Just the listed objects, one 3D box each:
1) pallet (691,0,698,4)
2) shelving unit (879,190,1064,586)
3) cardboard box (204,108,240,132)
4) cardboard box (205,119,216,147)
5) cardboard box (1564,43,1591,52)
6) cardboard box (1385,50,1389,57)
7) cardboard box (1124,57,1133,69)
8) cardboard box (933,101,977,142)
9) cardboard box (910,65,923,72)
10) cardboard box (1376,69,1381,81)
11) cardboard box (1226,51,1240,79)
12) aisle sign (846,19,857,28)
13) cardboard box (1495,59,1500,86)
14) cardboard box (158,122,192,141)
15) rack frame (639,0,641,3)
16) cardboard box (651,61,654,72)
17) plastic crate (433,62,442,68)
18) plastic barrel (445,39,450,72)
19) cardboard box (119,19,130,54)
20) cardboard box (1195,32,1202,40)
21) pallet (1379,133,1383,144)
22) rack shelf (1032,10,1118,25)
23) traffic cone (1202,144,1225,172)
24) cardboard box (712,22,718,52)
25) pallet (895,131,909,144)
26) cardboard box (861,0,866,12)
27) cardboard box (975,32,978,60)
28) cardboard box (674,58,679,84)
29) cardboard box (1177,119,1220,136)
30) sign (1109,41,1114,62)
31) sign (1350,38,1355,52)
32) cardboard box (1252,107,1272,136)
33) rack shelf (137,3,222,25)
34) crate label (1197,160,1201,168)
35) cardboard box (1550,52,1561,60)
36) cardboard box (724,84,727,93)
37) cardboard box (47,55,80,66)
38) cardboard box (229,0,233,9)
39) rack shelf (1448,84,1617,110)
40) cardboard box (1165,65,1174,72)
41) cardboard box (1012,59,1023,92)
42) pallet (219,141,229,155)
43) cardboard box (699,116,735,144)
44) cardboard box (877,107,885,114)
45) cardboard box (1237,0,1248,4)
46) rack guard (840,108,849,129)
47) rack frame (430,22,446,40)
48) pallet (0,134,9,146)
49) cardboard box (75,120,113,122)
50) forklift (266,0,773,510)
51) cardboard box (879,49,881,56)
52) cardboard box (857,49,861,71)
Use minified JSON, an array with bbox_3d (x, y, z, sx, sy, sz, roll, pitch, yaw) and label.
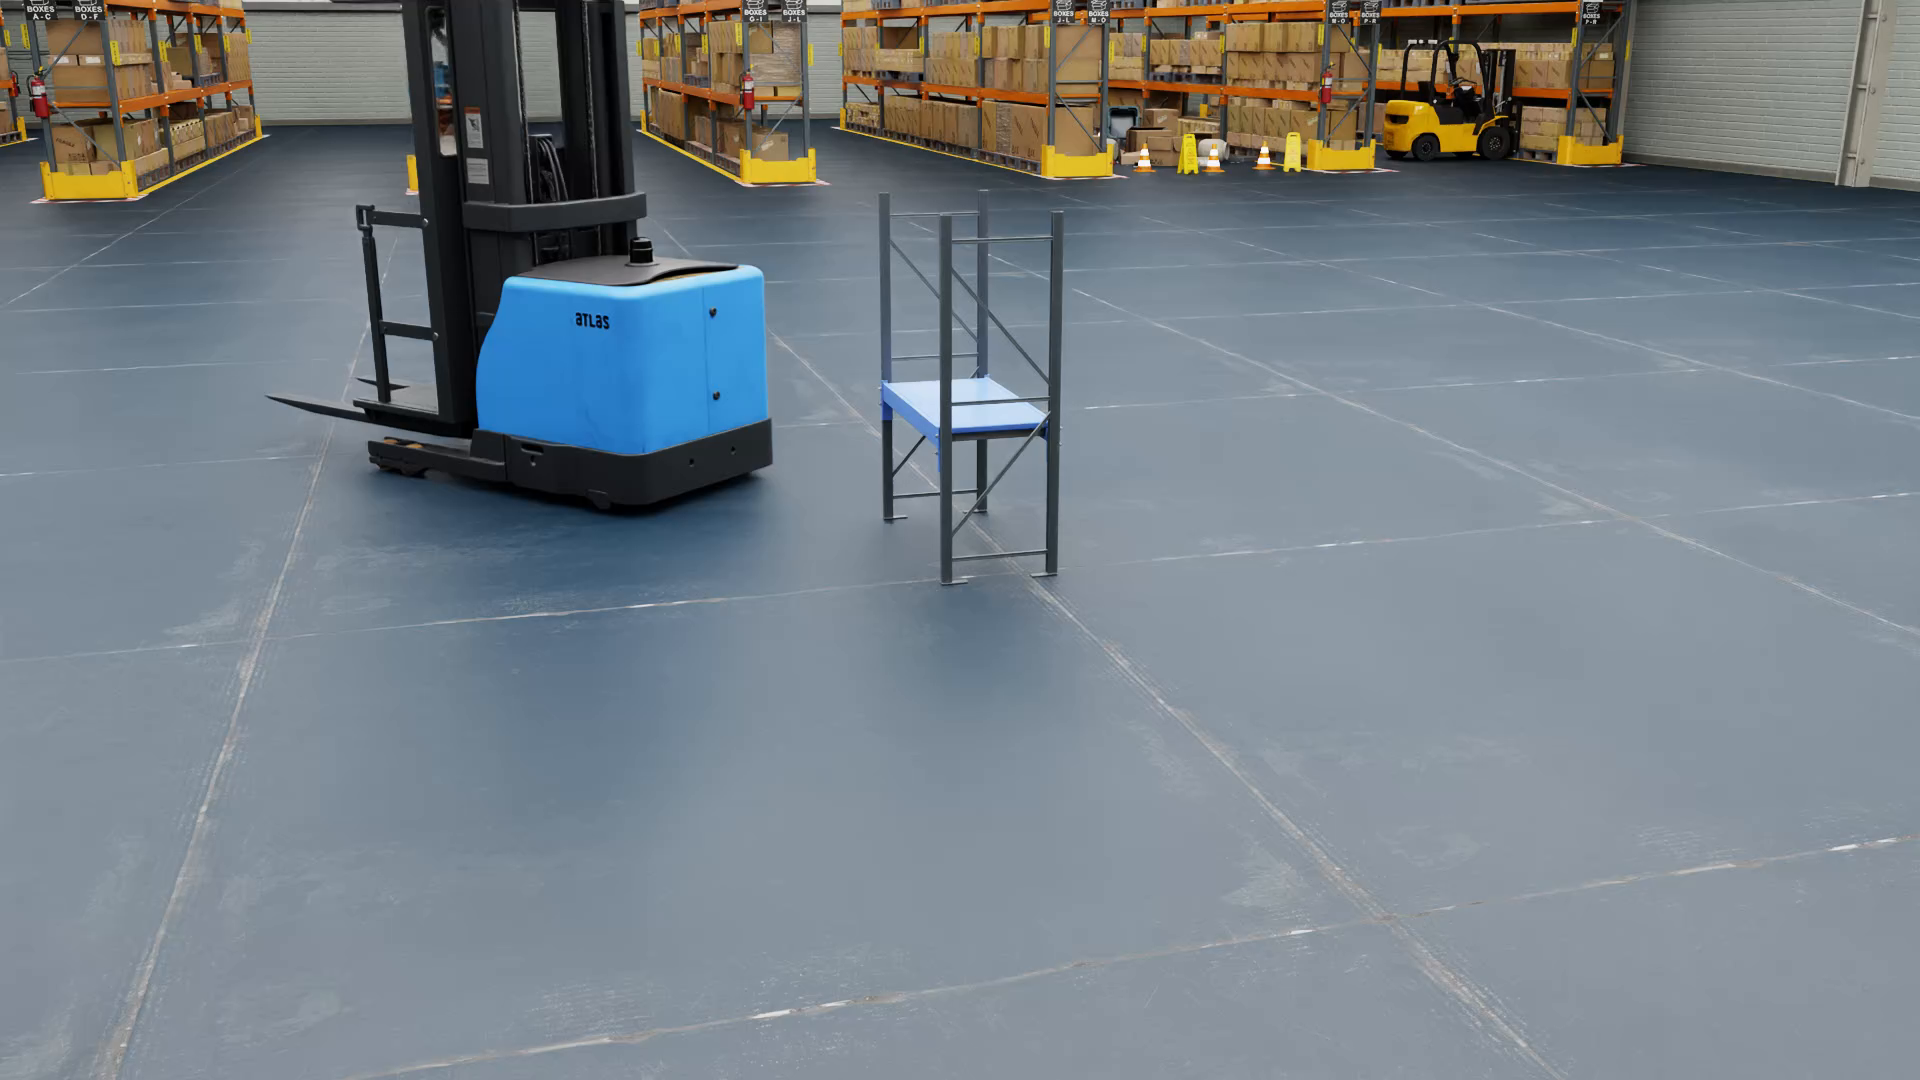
[{"bbox_3d":[-4.319,-10.037,30.766,1.213,0.211,1.003,-5,17,-15],"label":"pallet"},{"bbox_3d":[0.023,-0.695,7.158,0.538,1.500,1.048,-5,17,-15],"label":"shelving unit"},{"bbox_3d":[-16.209,-9.190,36.407,0.797,0.503,0.637,-5,17,-15],"label":"cardboard box"},{"bbox_3d":[-14.439,-7.711,31.490,0.500,0.500,0.500,-4,17,-13],"label":"cardboard box"},{"bbox_3d":[11.135,-8.879,29.978,0.380,0.149,0.250,-5,17,-15],"label":"cardboard box"},{"bbox_3d":[9.393,-10.474,35.806,0.380,0.149,0.250,-5,17,-15],"label":"cardboard box"},{"bbox_3d":[3.944,-10.538,36.711,0.500,0.250,0.500,-5,17,-17],"label":"cardboard box"},{"bbox_3d":[0.058,-8.402,33.390,1.050,0.750,0.750,-4,17,-14],"label":"cardboard box"},{"bbox_3d":[-0.844,-9.876,34.824,0.380,0.149,0.250,-4,17,-14],"label":"cardboard box"},{"bbox_3d":[9.258,-10.155,36.305,0.500,0.250,0.500,-5,17,-16],"label":"cardboard box"},{"bbox_3d":[5.418,-9.055,31.692,0.500,0.500,0.500,-5,17,-15],"label":"cardboard box"},{"bbox_3d":[-2.773,-13.150,41.496,0.394,0.787,0.004,-5,17,-15],"label":"aisle sign"},{"bbox_3d":[10.507,-9.024,32.105,0.500,0.500,0.500,-5,17,-16],"label":"cardboard box"},{"bbox_3d":[-13.787,-7.155,29.131,0.500,0.311,0.500,-4,17,-14],"label":"cardboard box"},{"bbox_3d":[-7.261,-14.417,39.807,1.000,3.000,0.127,-5,17,-15],"label":"rack frame"},{"bbox_3d":[-6.821,-10.894,38.248,0.500,0.250,0.500,-4,17,-14],"label":"cardboard box"},{"bbox_3d":[-9.675,-8.499,30.421,0.402,0.464,0.583,-5,17,-15],"label":"plastic crate"},{"bbox_3d":[-8.541,-8.204,28.679,0.600,0.901,0.708,-5,17,-15],"label":"plastic barrel"},{"bbox_3d":[-12.948,-7.573,25.021,0.700,0.500,0.500,-5,17,-15],"label":"cardboard box"},{"bbox_3d":[4.921,-10.084,33.260,0.380,0.149,0.250,-5,18,-18],"label":"cardboard box"},{"bbox_3d":[9.757,-8.605,35.732,1.003,0.211,1.213,-5,17,-15],"label":"pallet"},{"bbox_3d":[2.817,-12.867,41.108,1.077,0.370,4.000,-5,17,-15],"label":"rack shelf"},{"bbox_3d":[4.332,-6.522,28.360,0.336,0.463,0.334,-5,17,-15],"label":"traffic cone"},{"bbox_3d":[-3.946,-8.611,28.477,0.500,0.500,0.500,-5,17,-15],"label":"cardboard box"},{"bbox_3d":[-0.811,-8.913,36.758,1.003,0.211,1.213,-5,17,-15],"label":"pallet"},{"bbox_3d":[-2.026,-12.561,39.100,0.500,0.250,0.500,-5,17,-16],"label":"cardboard box"},{"bbox_3d":[0.691,-9.253,31.129,0.700,0.500,0.500,-5,17,-16],"label":"cardboard box"},{"bbox_3d":[-5.568,-9.635,34.138,0.500,0.500,0.500,-5,17,-16],"label":"cardboard box"},{"bbox_3d":[5.025,-8.487,34.329,0.950,0.372,0.625,-4,17,-13],"label":"cardboard box"},{"bbox_3d":[2.468,-7.977,27.153,0.100,0.325,0.005,-5,17,-15],"label":"sign"},{"bbox_3d":[8.718,-10.979,36.914,0.100,0.325,0.005,-5,17,-15],"label":"sign"},{"bbox_3d":[5.767,-7.777,30.873,0.500,0.500,0.500,-4,17,-12],"label":"cardboard box"},{"bbox_3d":[-15.138,-10.194,32.213,1.077,0.370,4.000,-5,17,-15],"label":"rack shelf"},{"bbox_3d":[4.056,-6.579,29.115,0.298,0.136,0.250,16,23,42],"label":"crate label"},{"bbox_3d":[10.972,-8.796,30.220,0.380,0.149,0.250,-4,17,-14],"label":"cardboard box"},{"bbox_3d":[-3.769,-7.607,28.001,0.380,0.149,0.250,-5,17,-15],"label":"cardboard box"},{"bbox_3d":[-12.678,-6.785,23.526,0.380,0.149,0.250,-5,17,-16],"label":"cardboard box"},{"bbox_3d":[-15.994,-11.590,35.867,0.500,0.250,0.500,-5,17,-15],"label":"cardboard box"},{"bbox_3d":[10.886,-8.504,31.799,1.077,0.370,4.000,-5,17,-15],"label":"rack shelf"},{"bbox_3d":[4.508,-9.853,34.747,0.380,0.149,0.250,-5,17,-15],"label":"cardboard box"},{"bbox_3d":[1.396,-8.112,28.983,0.875,0.550,0.500,-5,17,-15],"label":"cardboard box"},{"bbox_3d":[-15.089,-7.760,32.919,1.003,0.211,1.213,-5,17,-15],"label":"pallet"},{"bbox_3d":[-4.695,-8.009,32.480,0.700,0.500,0.500,-6,18,-20],"label":"cardboard box"},{"bbox_3d":[-1.713,-10.000,38.722,0.380,0.149,0.250,-4,17,-14],"label":"cardboard box"},{"bbox_3d":[5.430,-10.142,31.224,0.380,0.149,0.250,-5,17,-15],"label":"cardboard box"},{"bbox_3d":[-2.444,-10.690,42.172,1.175,0.500,0.348,-5,17,-15],"label":"rack guard"},{"bbox_3d":[-10.924,-10.046,35.683,1.000,3.000,0.127,-5,17,-15],"label":"rack frame"},{"bbox_3d":[-20.923,-8.482,35.323,1.003,0.211,1.213,-5,17,-15],"label":"pallet"},{"bbox_3d":[-13.388,-6.257,25.813,0.500,0.500,0.500,-5,17,-15],"label":"cardboard box"},{"bbox_3d":[-2.471,-1.848,8.510,3.031,2.935,1.130,11,20,32],"label":"forklift"},{"bbox_3d":[-1.617,-10.946,37.350,0.380,0.149,0.250,-4,17,-14],"label":"cardboard box"},{"bbox_3d":[-2.167,-11.530,39.930,0.500,0.500,0.500,-5,17,-17],"label":"cardboard box"}]
